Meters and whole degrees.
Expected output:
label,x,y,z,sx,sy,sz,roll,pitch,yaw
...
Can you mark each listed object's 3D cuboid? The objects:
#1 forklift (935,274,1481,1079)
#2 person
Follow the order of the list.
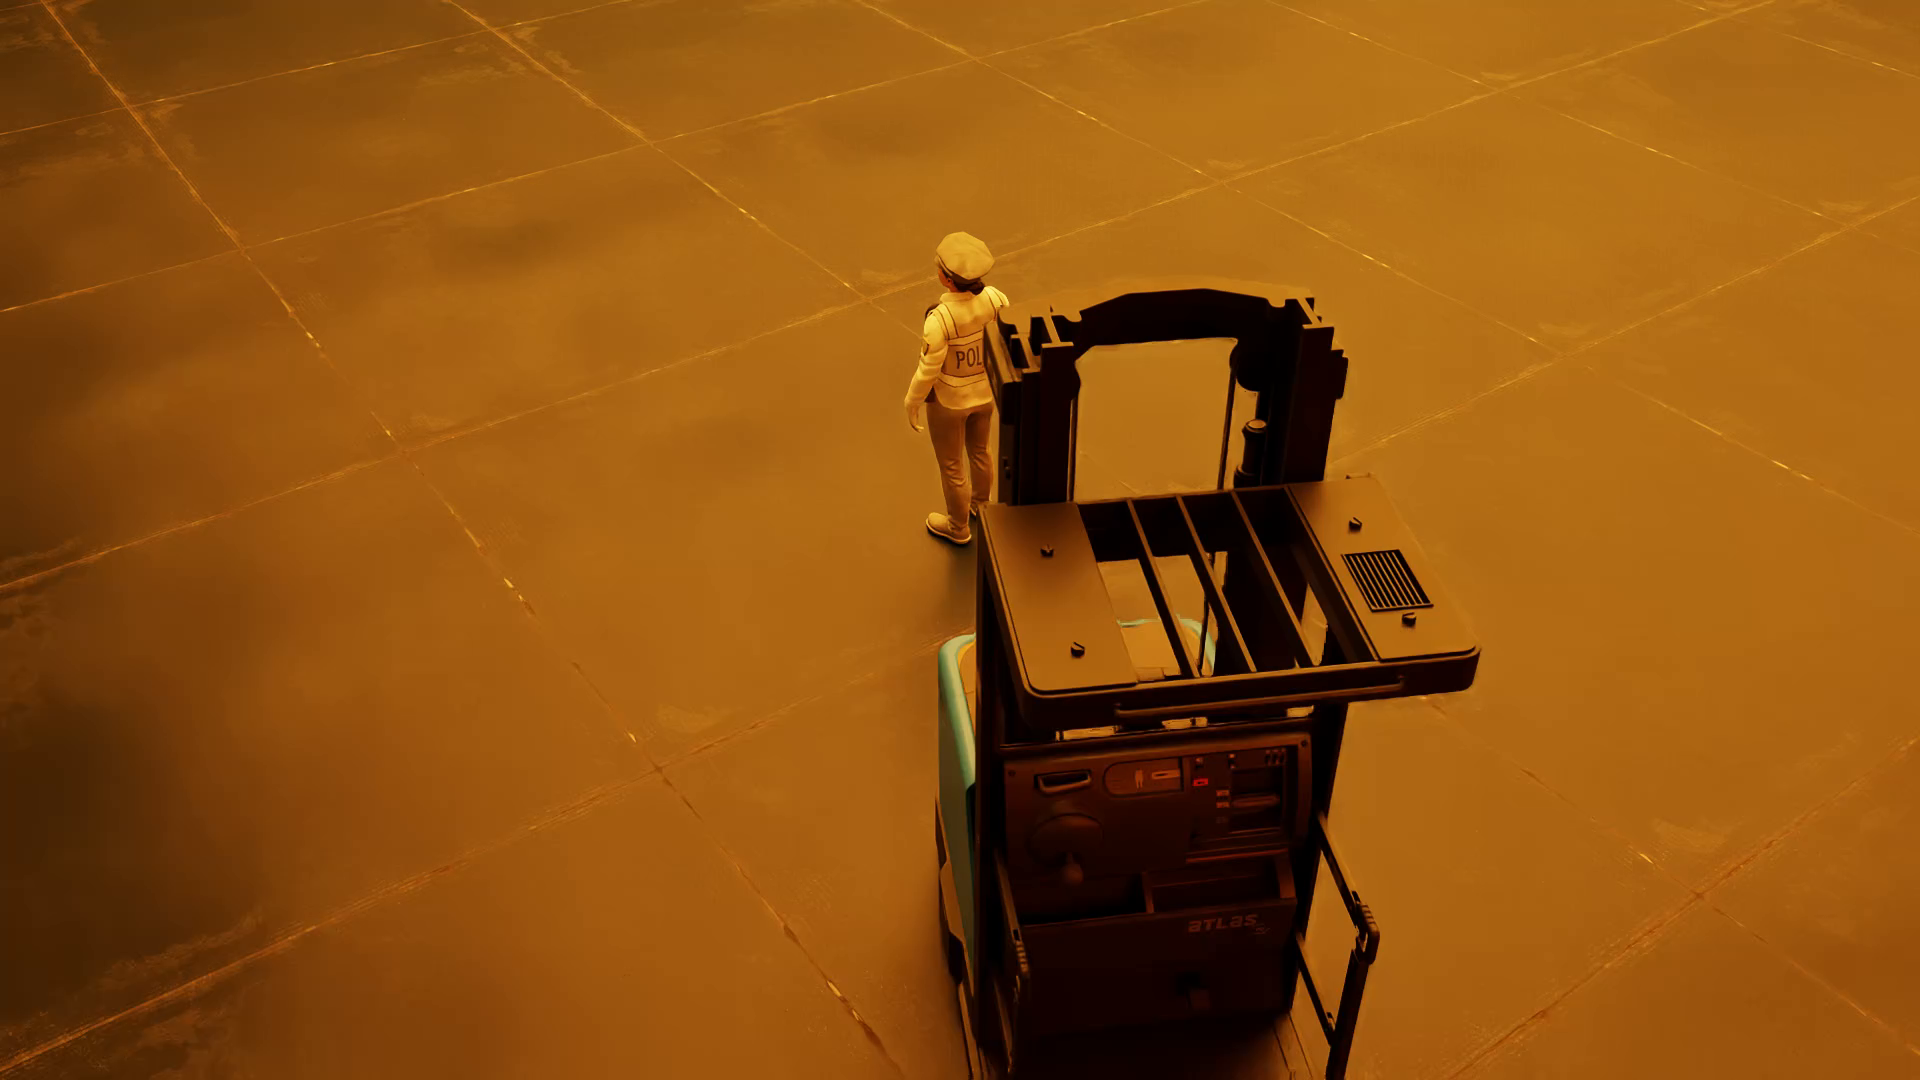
label,x,y,z,sx,sy,sz,roll,pitch,yaw
forklift,0.624,0.866,4.773,1.130,2.935,3.031,-5,37,-7
person,-0.035,-0.722,7.950,0.587,1.695,0.531,-23,42,-28
